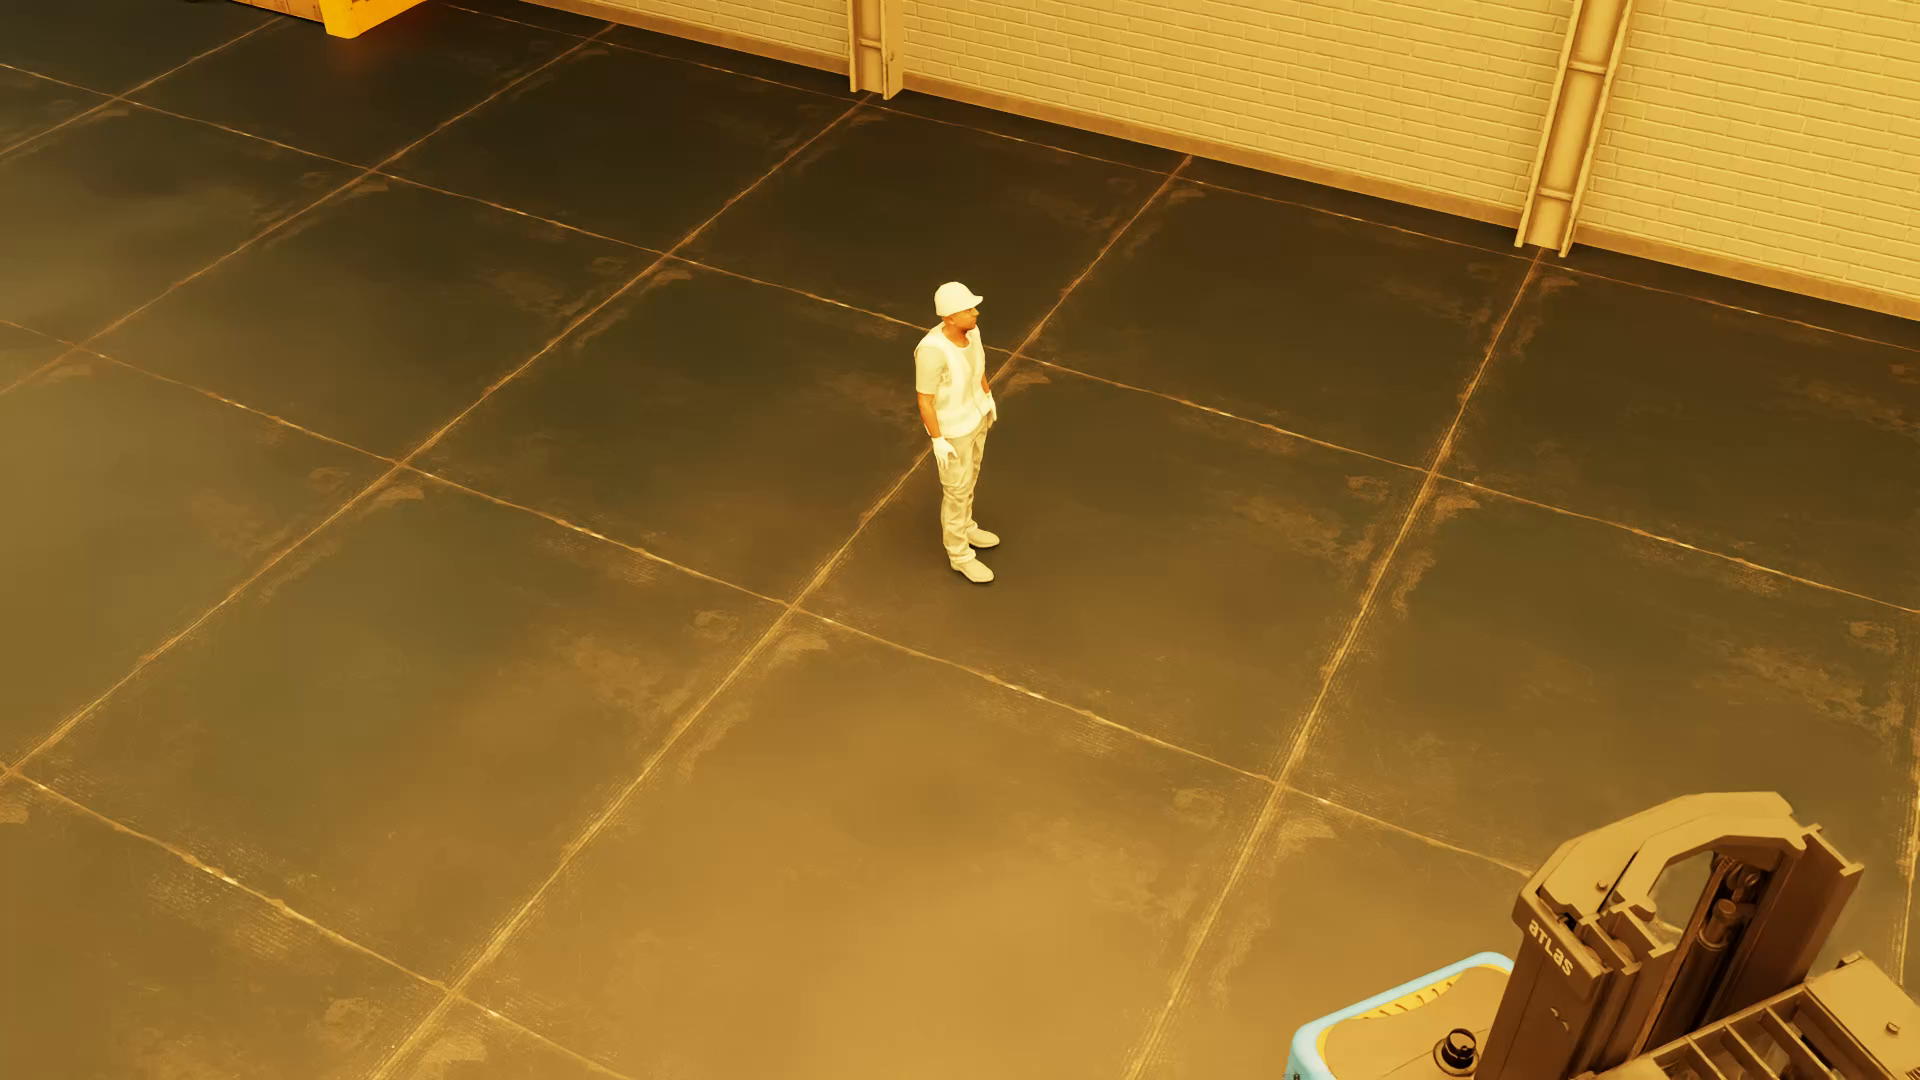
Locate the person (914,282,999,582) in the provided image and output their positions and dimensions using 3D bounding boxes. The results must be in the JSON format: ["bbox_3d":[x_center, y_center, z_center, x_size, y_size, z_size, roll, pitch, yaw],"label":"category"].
[{"bbox_3d":[0.059,-0.661,9.651,0.577,1.782,0.656,18,43,21],"label":"person"}]

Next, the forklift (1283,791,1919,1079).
[{"bbox_3d":[2.311,2.325,5.226,1.130,2.935,3.031,-16,43,-18],"label":"forklift"}]
